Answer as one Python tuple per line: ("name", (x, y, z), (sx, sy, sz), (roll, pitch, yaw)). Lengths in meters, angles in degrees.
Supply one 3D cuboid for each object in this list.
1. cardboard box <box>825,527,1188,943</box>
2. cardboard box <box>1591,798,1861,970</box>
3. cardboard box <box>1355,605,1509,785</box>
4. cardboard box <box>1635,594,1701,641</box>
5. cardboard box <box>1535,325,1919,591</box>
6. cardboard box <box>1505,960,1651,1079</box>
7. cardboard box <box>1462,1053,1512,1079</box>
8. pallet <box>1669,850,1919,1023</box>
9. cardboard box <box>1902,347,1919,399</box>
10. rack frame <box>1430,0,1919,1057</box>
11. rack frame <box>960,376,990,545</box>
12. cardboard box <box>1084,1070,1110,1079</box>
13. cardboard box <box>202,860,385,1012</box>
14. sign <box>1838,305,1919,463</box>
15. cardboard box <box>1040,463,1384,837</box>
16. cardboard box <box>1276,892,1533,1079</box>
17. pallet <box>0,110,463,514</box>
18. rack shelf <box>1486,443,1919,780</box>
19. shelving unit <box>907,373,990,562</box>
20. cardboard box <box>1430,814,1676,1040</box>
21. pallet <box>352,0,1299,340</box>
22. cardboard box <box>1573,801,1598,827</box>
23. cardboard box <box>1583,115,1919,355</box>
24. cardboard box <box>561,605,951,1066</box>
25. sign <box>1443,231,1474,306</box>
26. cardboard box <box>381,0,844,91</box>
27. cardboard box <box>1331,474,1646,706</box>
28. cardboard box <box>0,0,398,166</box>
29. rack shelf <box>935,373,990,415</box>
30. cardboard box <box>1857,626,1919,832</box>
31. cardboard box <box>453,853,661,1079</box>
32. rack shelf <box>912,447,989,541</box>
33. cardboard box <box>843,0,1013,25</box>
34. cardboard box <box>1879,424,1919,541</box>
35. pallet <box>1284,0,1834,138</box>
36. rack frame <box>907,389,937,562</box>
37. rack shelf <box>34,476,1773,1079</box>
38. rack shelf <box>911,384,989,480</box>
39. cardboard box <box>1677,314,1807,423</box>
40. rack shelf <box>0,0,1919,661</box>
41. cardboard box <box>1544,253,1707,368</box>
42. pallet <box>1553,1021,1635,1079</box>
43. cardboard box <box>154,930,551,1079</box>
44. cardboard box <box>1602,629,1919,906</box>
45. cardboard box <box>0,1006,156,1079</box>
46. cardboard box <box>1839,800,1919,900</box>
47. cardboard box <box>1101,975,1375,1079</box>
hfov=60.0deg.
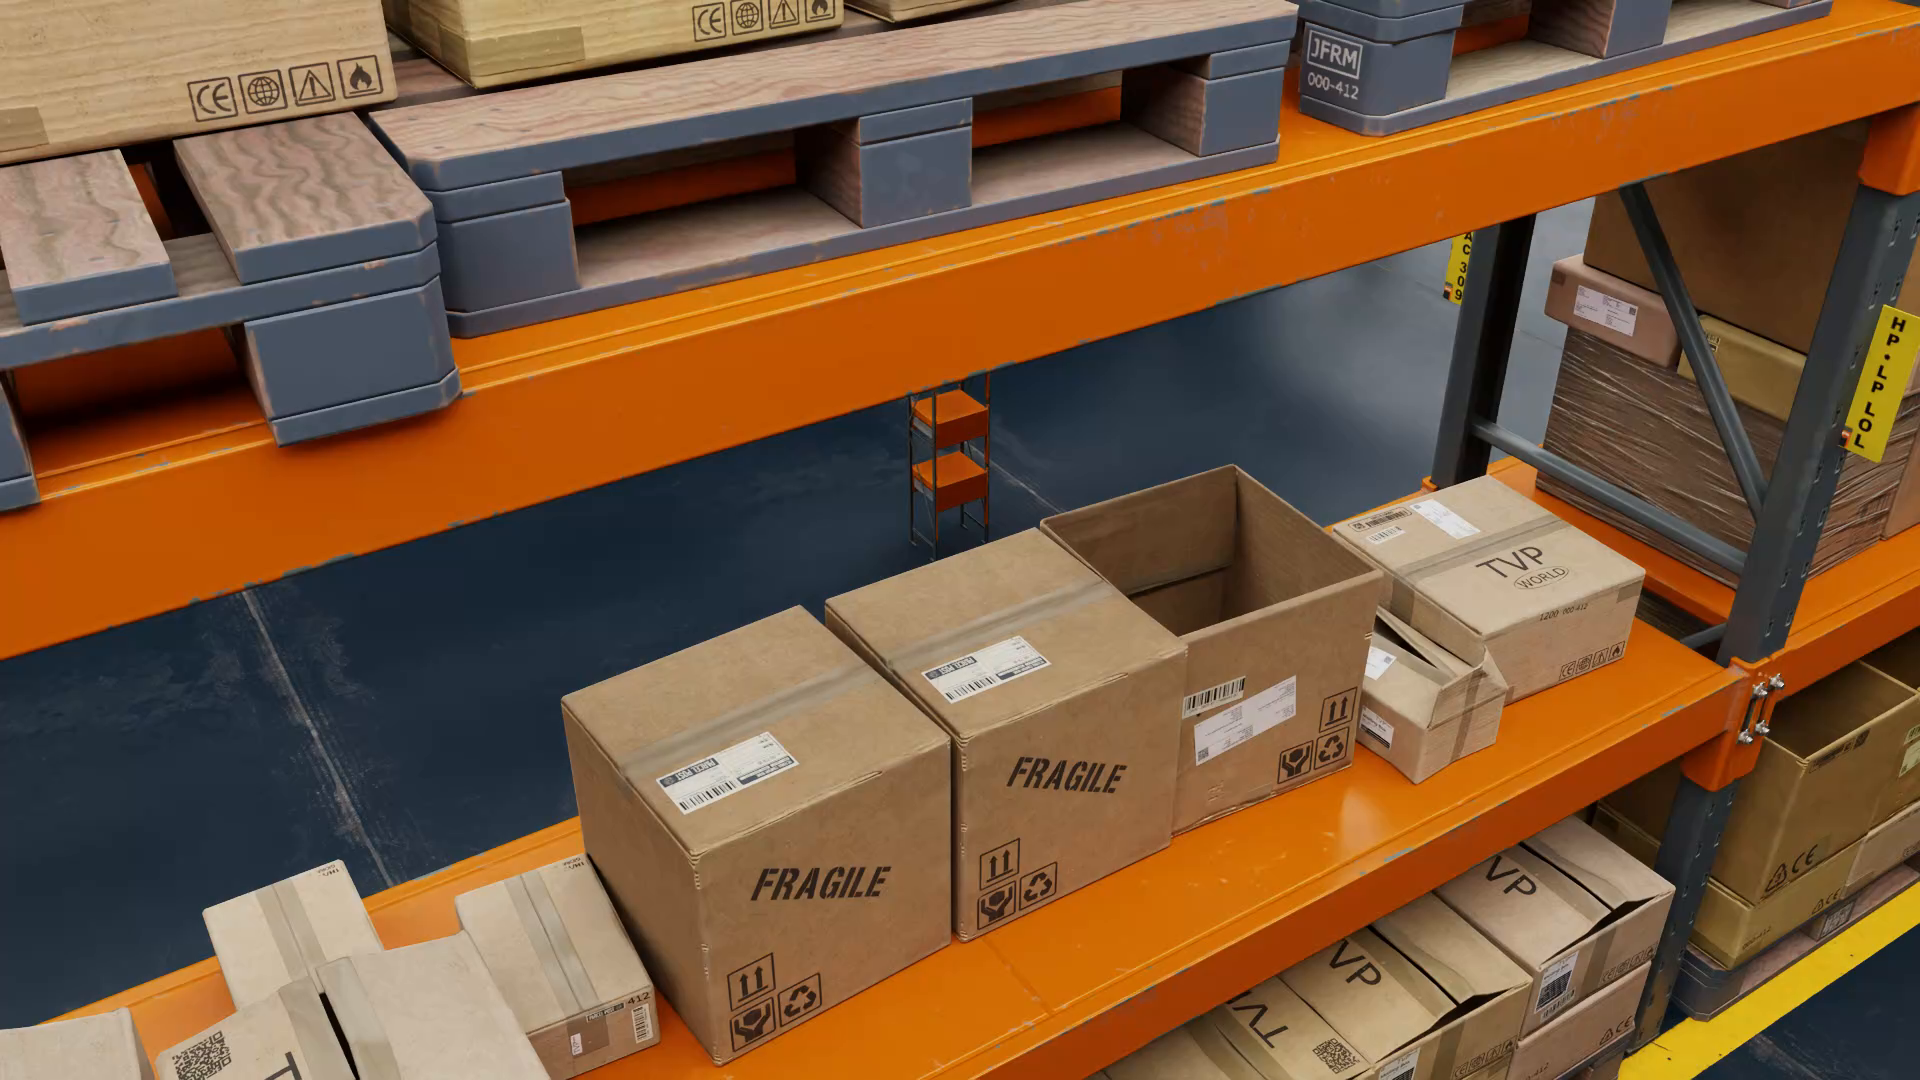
("cardboard box", (0.081, 0.364, 3.268), (0.500, 0.500, 0.500), (-19, 37, -27))
("cardboard box", (2.153, 0.882, 4.724), (0.500, 0.250, 0.500), (-19, 37, -27))
("cardboard box", (0.960, 0.288, 3.608), (0.258, 0.266, 0.396), (-20, 37, -28))
("cardboard box", (2.297, 0.191, 5.116), (0.500, 0.500, 0.500), (-19, 37, -27))
("cardboard box", (1.969, -0.279, 4.287), (0.500, 0.500, 0.700), (-20, 37, -28))
("cardboard box", (1.408, 1.130, 4.331), (0.500, 0.250, 0.500), (-19, 37, -28))
("cardboard box", (0.982, 1.275, 4.100), (0.500, 0.250, 0.500), (-20, 37, -28))
("pallet", (2.290, 0.863, 5.184), (1.213, 0.211, 1.003), (-19, 37, -27))
("cardboard box", (2.141, -0.485, 4.006), (0.250, 0.149, 0.380), (-18, 37, -27))
("rack frame", (1.599, -0.105, 4.106), (0.127, 3.000, 1.000), (-19, 37, -27))
("rack frame", (0.058, -0.464, 6.501), (0.008, 1.050, 0.200), (-19, 37, -27))
("cardboard box", (0.135, 1.328, 3.491), (0.500, 0.311, 0.500), (-19, 37, -28))
("cardboard box", (-1.156, 0.773, 2.948), (0.250, 0.149, 0.380), (-19, 37, -27))
("sign", (1.902, -0.321, 3.436), (0.005, 0.325, 0.100), (-19, 37, -27))
("cardboard box", (0.502, 0.219, 3.497), (0.500, 0.500, 0.500), (-16, 36, -24))
("cardboard box", (0.980, 1.042, 3.945), (0.500, 0.311, 0.500), (-18, 36, -26))
("pallet", (-1.241, -0.374, 1.897), (1.003, 0.211, 1.213), (-17, 36, -25))
("rack shelf", (3.280, -0.379, 5.214), (4.000, 0.370, 1.077), (-19, 37, -27))
("shelving unit", (-0.045, -0.429, 6.445), (0.252, 1.050, 0.215), (-19, 37, -27))
("cardboard box", (1.414, 0.888, 4.188), (0.500, 0.311, 0.500), (-19, 37, -27))
("pallet", (-0.302, -0.699, 2.412), (1.213, 0.211, 1.003), (-17, 36, -25))
("cardboard box", (1.871, 0.648, 5.095), (0.500, 0.250, 0.500), (-19, 37, -27))
("cardboard box", (1.969, -0.827, 3.941), (0.500, 0.500, 0.700), (-19, 37, -27))
("cardboard box", (-0.361, 0.516, 3.026), (0.500, 0.500, 0.500), (-21, 38, -30))
("sign", (1.297, -0.753, 4.247), (0.005, 0.325, 0.100), (-19, 37, -27))
("cardboard box", (-0.494, -0.808, 2.155), (0.500, 0.250, 0.500), (-20, 37, -28))
("cardboard box", (1.209, 0.120, 3.889), (0.500, 0.250, 0.500), (-17, 36, -24))
("cardboard box", (-0.981, -0.648, 1.901), (0.500, 0.250, 0.500), (-18, 36, -26))
("rack shelf", (-0.045, -0.660, 6.300), (0.240, 0.259, 0.215), (-19, 37, -27))
("cardboard box", (2.575, 0.421, 4.752), (0.500, 0.500, 0.500), (-19, 37, -27))
("cardboard box", (-0.721, 0.763, 2.964), (0.250, 0.149, 0.380), (-16, 36, -24))
("rack shelf", (-0.045, -0.185, 6.599), (0.240, 0.259, 0.215), (-19, 37, -27))
("cardboard box", (-0.041, -0.963, 2.401), (0.500, 0.250, 0.500), (-22, 39, -31))
("cardboard box", (2.409, -0.434, 4.533), (0.500, 0.500, 0.700), (-19, 37, -28))
("pallet", (0.865, -1.032, 2.943), (1.217, 0.209, 0.805), (-21, 38, -29))
("rack frame", (-0.148, -0.393, 6.390), (0.008, 1.050, 0.200), (-19, 37, -27))
("rack shelf", (-0.082, 0.777, 3.381), (4.000, 0.370, 1.077), (-19, 37, -27))
("rack shelf", (-0.045, -0.420, 6.451), (0.240, 0.259, 0.215), (-19, 37, -27))
("cardboard box", (1.930, -0.413, 3.891), (0.250, 0.149, 0.380), (-19, 37, -27))
("rack shelf", (-0.082, -0.492, 2.581), (4.000, 0.370, 1.077), (-19, 37, -27))
("cardboard box", (1.712, -0.597, 4.183), (0.250, 0.149, 0.380), (-19, 37, -27))
("pallet", (1.001, 1.304, 4.484), (1.213, 0.211, 1.003), (-19, 37, -27))
("cardboard box", (-0.906, 0.917, 2.568), (0.500, 0.311, 0.500), (-19, 37, -28))
("cardboard box", (2.159, 0.569, 4.517), (0.500, 0.500, 0.500), (-19, 37, -27))
("cardboard box", (-1.433, 1.003, 2.432), (0.500, 0.311, 0.500), (-17, 36, -24))
("cardboard box", (2.576, 0.740, 4.950), (0.500, 0.250, 0.500), (-19, 37, -27))
("cardboard box", (0.560, 1.185, 3.718), (0.500, 0.311, 0.500), (-19, 37, -27))
